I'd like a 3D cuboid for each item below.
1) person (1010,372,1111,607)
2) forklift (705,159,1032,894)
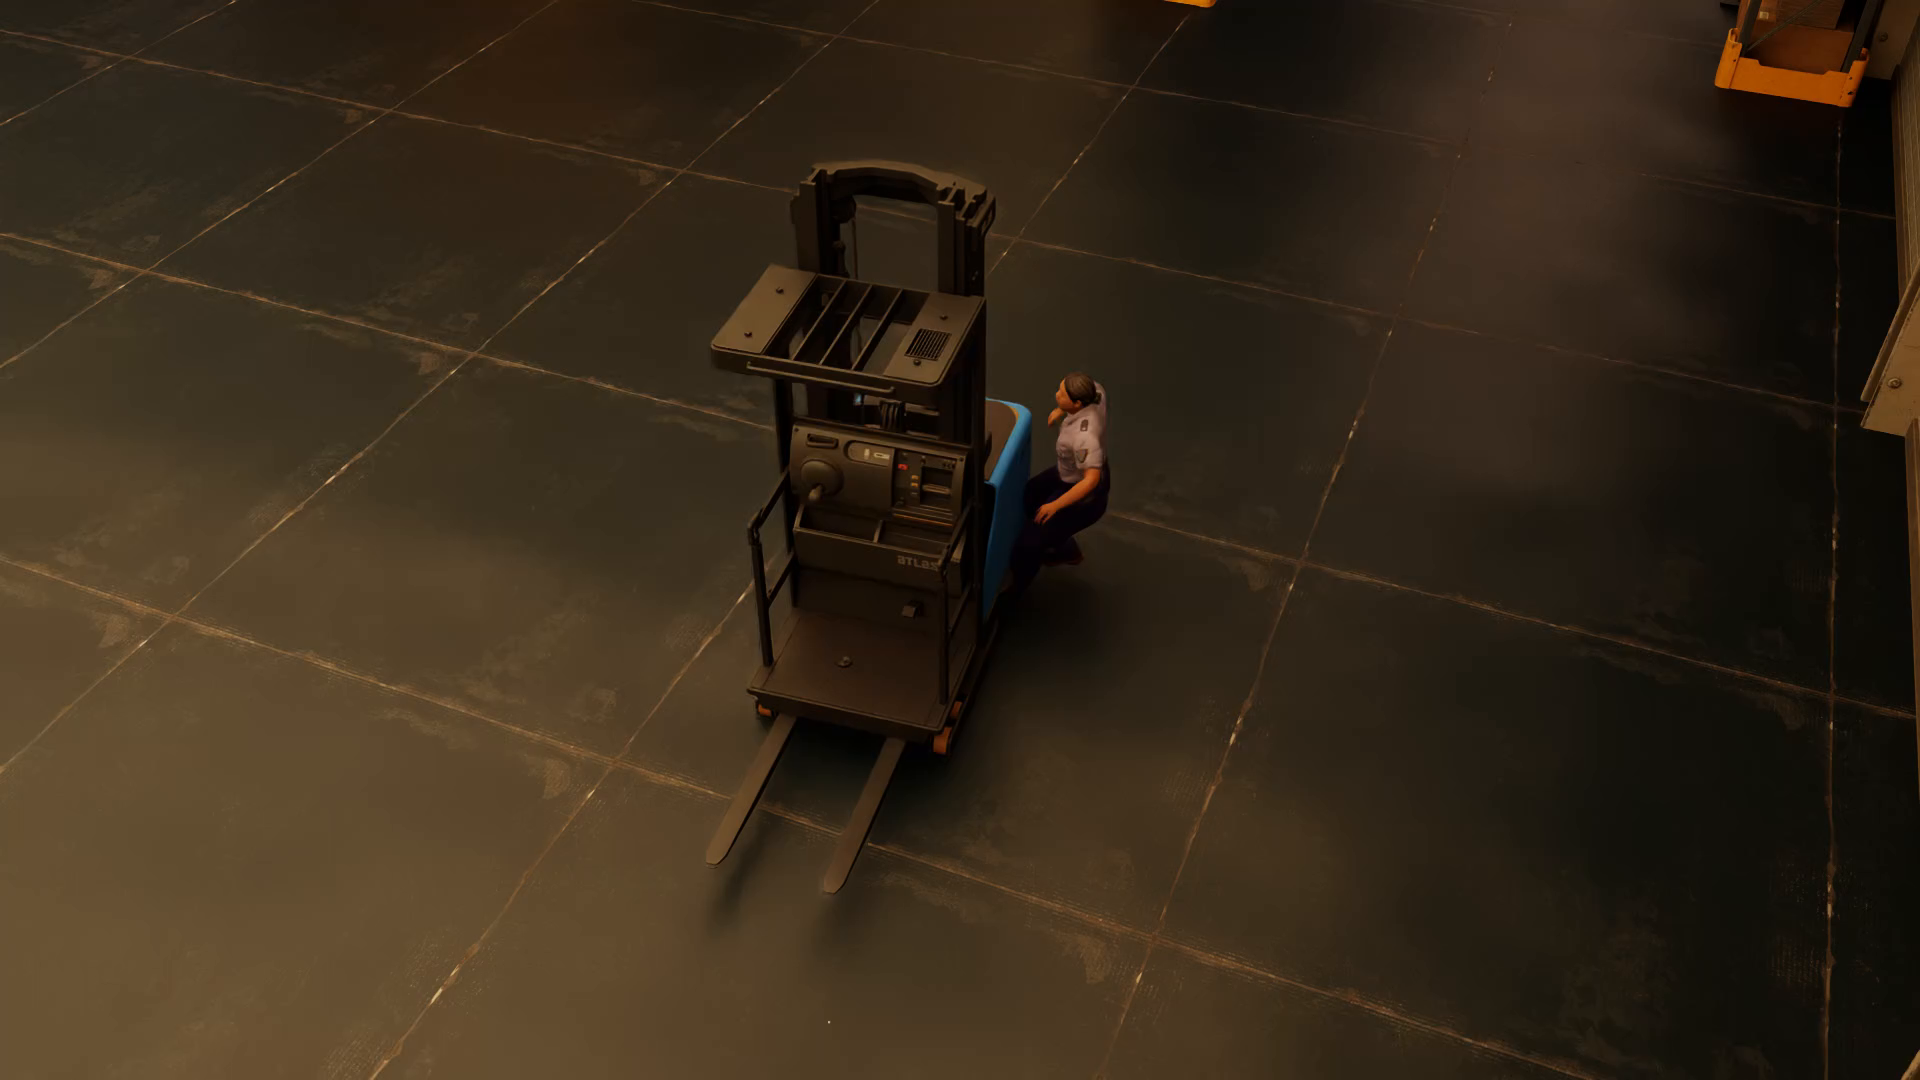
[{"bbox_3d":[0.463,-0.314,9.423,0.763,1.543,0.957,7,40,9],"label":"person"},{"bbox_3d":[-0.482,-0.258,8.314,1.130,2.935,3.031,11,41,13],"label":"forklift"}]
